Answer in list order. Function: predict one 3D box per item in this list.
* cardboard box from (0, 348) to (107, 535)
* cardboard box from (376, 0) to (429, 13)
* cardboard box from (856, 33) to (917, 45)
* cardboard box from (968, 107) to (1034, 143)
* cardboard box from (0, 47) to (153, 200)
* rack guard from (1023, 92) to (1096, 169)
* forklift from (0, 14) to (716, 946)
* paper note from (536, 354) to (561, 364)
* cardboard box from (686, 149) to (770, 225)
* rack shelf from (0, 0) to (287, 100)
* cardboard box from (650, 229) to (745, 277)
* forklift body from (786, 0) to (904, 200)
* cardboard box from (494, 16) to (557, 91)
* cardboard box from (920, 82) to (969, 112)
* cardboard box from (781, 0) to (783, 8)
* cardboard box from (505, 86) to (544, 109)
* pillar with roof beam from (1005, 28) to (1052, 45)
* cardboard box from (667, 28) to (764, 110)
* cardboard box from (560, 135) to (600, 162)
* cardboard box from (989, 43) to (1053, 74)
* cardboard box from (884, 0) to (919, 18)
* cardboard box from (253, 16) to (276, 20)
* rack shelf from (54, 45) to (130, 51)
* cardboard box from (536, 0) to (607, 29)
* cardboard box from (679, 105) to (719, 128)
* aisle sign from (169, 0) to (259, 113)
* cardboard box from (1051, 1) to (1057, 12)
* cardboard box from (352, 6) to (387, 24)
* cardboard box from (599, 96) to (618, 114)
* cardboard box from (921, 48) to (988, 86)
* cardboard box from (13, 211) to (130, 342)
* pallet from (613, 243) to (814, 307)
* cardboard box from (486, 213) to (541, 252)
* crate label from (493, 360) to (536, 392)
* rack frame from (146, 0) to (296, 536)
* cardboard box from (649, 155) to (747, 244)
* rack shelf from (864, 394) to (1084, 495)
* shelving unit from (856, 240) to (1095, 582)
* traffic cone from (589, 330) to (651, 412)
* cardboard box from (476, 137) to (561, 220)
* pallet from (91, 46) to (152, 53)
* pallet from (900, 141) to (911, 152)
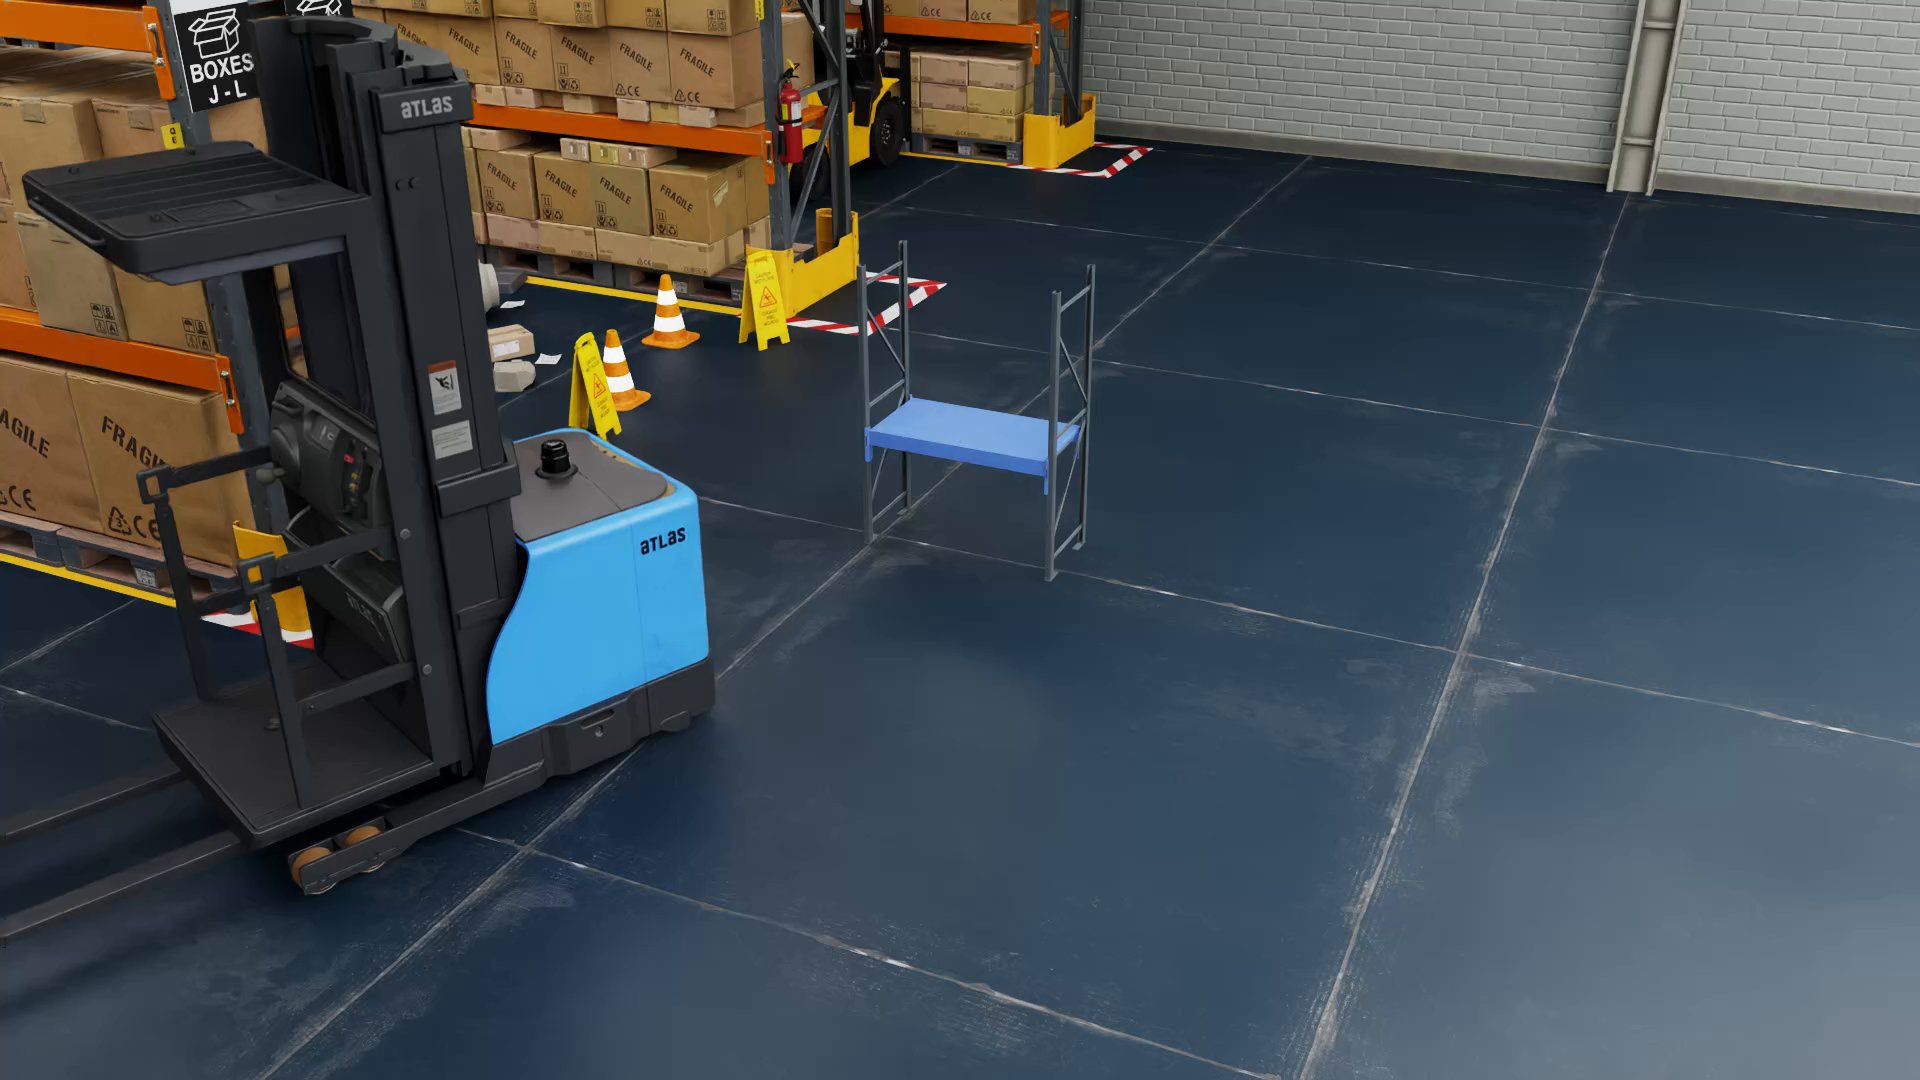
[{"bbox_3d":[-4.491,-0.665,8.634,0.875,0.875,0.875,11,28,21],"label":"cardboard box"},{"bbox_3d":[-3.962,-4.269,12.443,0.500,0.500,0.700,12,28,22],"label":"cardboard box"},{"bbox_3d":[-0.766,-5.027,17.069,0.500,0.250,0.500,11,28,21],"label":"cardboard box"},{"bbox_3d":[0.405,-4.091,16.301,0.500,0.250,0.500,12,28,22],"label":"cardboard box"},{"bbox_3d":[-4.359,-2.028,8.080,0.550,0.550,0.875,11,28,22],"label":"cardboard box"},{"bbox_3d":[0.985,-4.051,16.413,0.348,0.500,1.175,11,28,22],"label":"rack guard"},{"bbox_3d":[-2.485,-0.276,5.992,3.031,2.935,1.130,-22,33,-37],"label":"forklift"},{"bbox_3d":[-2.772,-1.221,11.196,0.142,0.019,0.148,2,26,4],"label":"paper note"},{"bbox_3d":[-1.729,-2.735,12.697,0.500,0.500,0.500,10,28,20],"label":"cardboard box"},{"bbox_3d":[-4.865,-2.561,7.973,4.000,0.370,1.077,11,28,22],"label":"rack shelf"},{"bbox_3d":[-1.957,-2.180,12.418,0.500,0.250,0.500,11,28,22],"label":"cardboard box"},{"bbox_3d":[-1.518,-4.410,15.271,1.214,2.155,2.313,11,28,22],"label":"forklift body"},{"bbox_3d":[-3.057,-3.634,12.285,0.500,0.500,0.500,12,29,22],"label":"cardboard box"},{"bbox_3d":[-0.061,-4.416,16.394,0.500,0.250,0.500,11,28,21],"label":"cardboard box"},{"bbox_3d":[-1.901,-5.679,16.775,0.500,0.500,0.500,12,29,23],"label":"cardboard box"},{"bbox_3d":[-3.173,-3.340,12.423,0.250,0.149,0.380,11,28,22],"label":"cardboard box"},{"bbox_3d":[-1.079,-6.627,12.023,0.400,9.000,9.100,11,28,22],"label":"pillar with roof beam"},{"bbox_3d":[-1.696,-3.347,11.703,0.500,0.500,0.500,11,28,21],"label":"cardboard box"},{"bbox_3d":[-2.754,-2.941,12.381,0.250,0.149,0.380,13,29,24],"label":"cardboard box"},{"bbox_3d":[0.604,-4.745,16.496,0.500,0.250,0.500,11,28,21],"label":"cardboard box"},{"bbox_3d":[-0.528,-5.399,16.206,0.500,0.500,0.500,11,28,21],"label":"cardboard box"},{"bbox_3d":[-5.244,-4.271,13.104,0.500,0.500,0.500,11,28,21],"label":"cardboard box"},{"bbox_3d":[-6.550,-3.955,14.202,4.000,0.370,1.077,11,28,22],"label":"rack shelf"},{"bbox_3d":[-2.608,-3.961,11.817,0.500,0.500,0.700,11,28,21],"label":"cardboard box"},{"bbox_3d":[-1.793,-3.052,11.838,0.250,0.149,0.380,11,28,21],"label":"cardboard box"},{"bbox_3d":[-3.104,-2.205,6.889,0.004,0.787,0.394,11,28,22],"label":"aisle sign"},{"bbox_3d":[0.628,-5.424,16.258,0.500,0.500,0.500,12,29,23],"label":"cardboard box"},{"bbox_3d":[-4.444,-3.898,12.821,0.500,0.500,0.500,11,28,22],"label":"cardboard box"},{"bbox_3d":[-2.440,-3.246,12.231,0.250,0.149,0.380,12,29,23],"label":"cardboard box"},{"bbox_3d":[-0.052,-4.630,16.265,0.500,0.250,0.500,12,29,23],"label":"cardboard box"},{"bbox_3d":[-3.911,-1.381,7.988,0.550,0.550,0.875,11,28,22],"label":"cardboard box"},{"bbox_3d":[-1.882,-2.106,12.789,1.213,0.211,1.003,11,28,22],"label":"pallet"},{"bbox_3d":[-3.329,-2.461,12.991,0.500,0.250,0.500,11,28,21],"label":"cardboard box"},{"bbox_3d":[-2.904,-1.067,10.761,0.298,0.136,0.250,-2,26,-5],"label":"crate label"},{"bbox_3d":[-3.045,-1.172,7.734,0.127,3.000,1.000,11,28,22],"label":"rack frame"},{"bbox_3d":[-1.925,-2.514,12.248,0.500,0.500,0.500,12,28,22],"label":"cardboard box"},{"bbox_3d":[0.078,-0.496,8.467,1.000,0.185,0.538,11,28,22],"label":"rack shelf"},{"bbox_3d":[0.078,-0.657,8.387,1.048,1.500,0.538,11,28,22],"label":"shelving unit"},{"bbox_3d":[-2.163,-1.094,10.448,0.334,0.463,0.336,11,28,22],"label":"traffic cone"},{"bbox_3d":[-3.340,-2.798,12.826,0.500,0.500,0.500,13,29,24],"label":"cardboard box"},{"bbox_3d":[-6.551,-4.212,14.126,1.213,0.211,1.003,11,28,22],"label":"pallet"},{"bbox_3d":[-0.856,-4.273,17.190,1.213,0.211,1.003,11,28,22],"label":"pallet"}]
